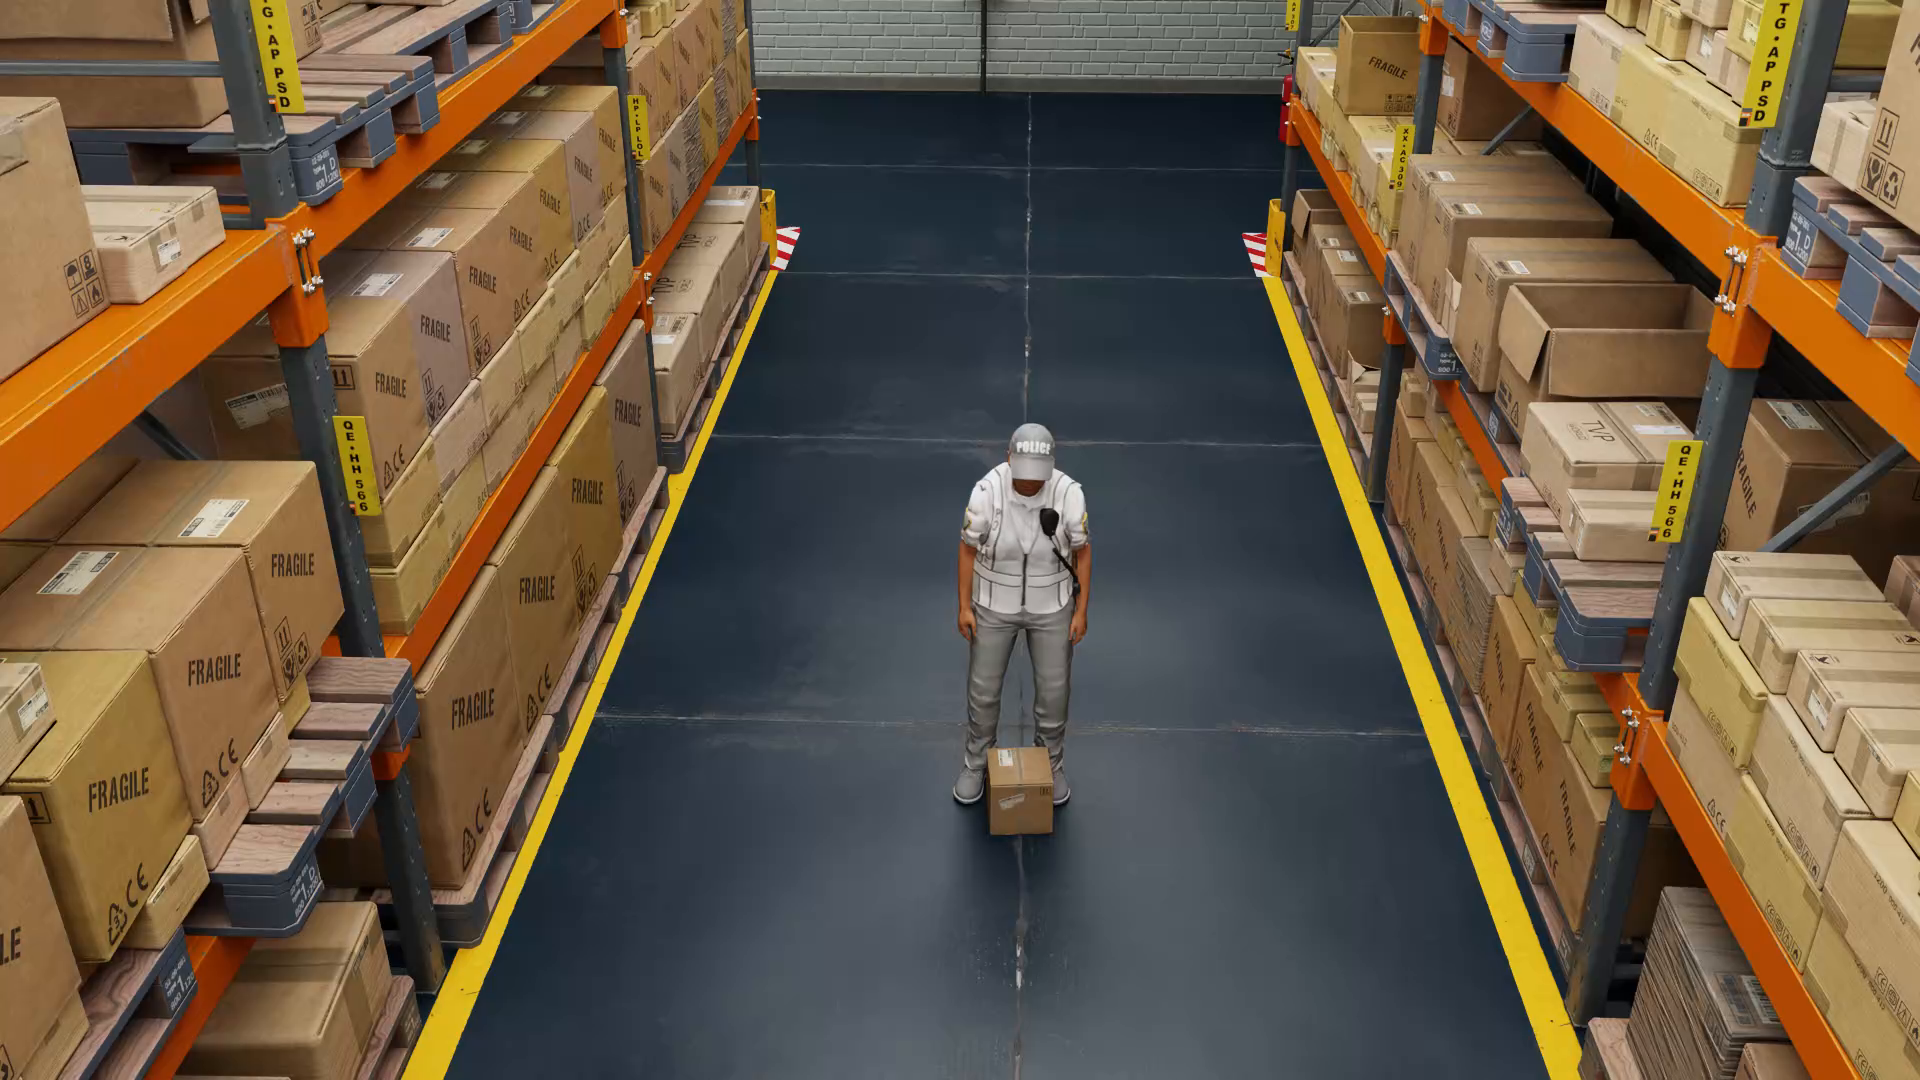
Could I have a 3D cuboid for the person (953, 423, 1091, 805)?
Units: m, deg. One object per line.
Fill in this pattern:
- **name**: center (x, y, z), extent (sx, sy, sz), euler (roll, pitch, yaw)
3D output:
- **person**: center (0.245, 0.285, 6.582), extent (0.537, 1.666, 0.467), euler (1, 28, 2)
